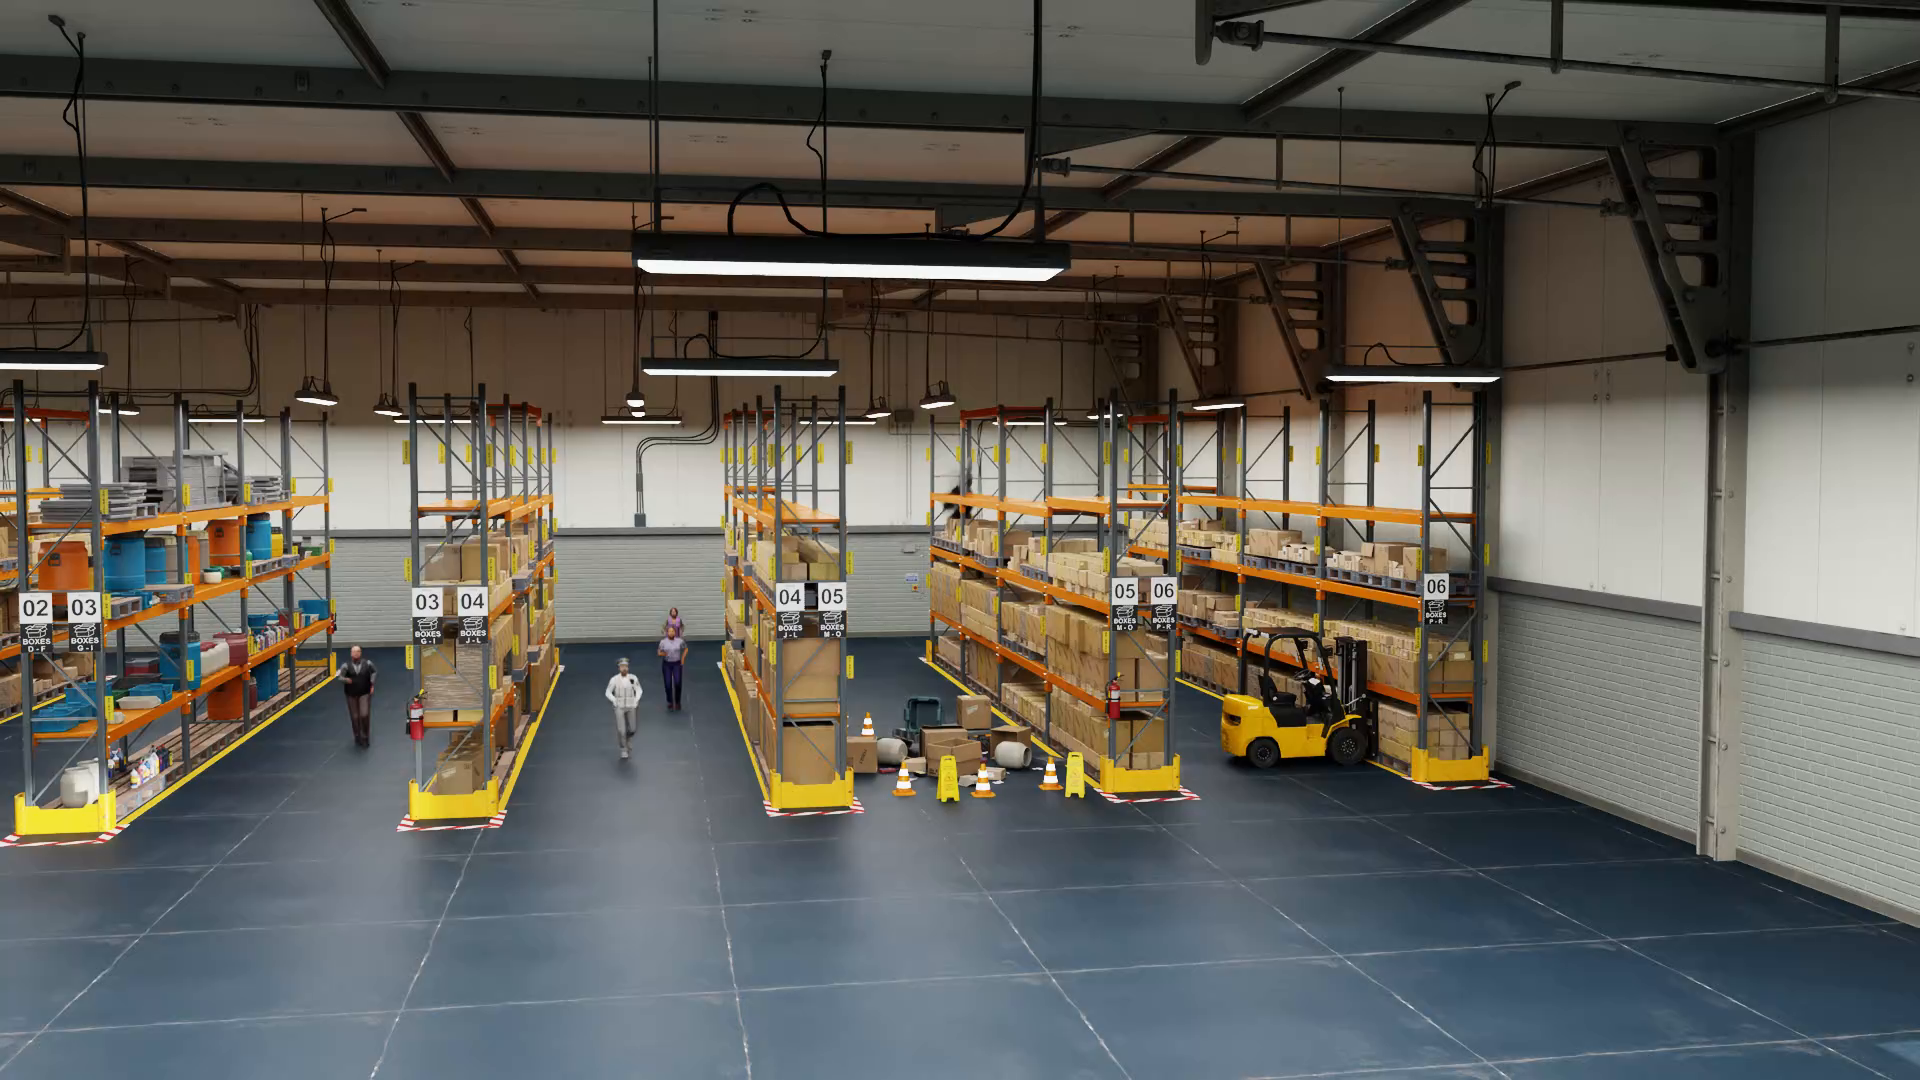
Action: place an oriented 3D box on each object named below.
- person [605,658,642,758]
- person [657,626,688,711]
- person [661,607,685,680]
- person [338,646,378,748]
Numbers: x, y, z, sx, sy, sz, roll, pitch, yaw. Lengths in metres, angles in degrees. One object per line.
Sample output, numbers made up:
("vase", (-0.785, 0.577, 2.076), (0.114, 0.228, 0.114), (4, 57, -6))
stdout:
("person", (-5.570, 2.779, 27.612), (0.612, 1.643, 0.553), (-1, 3, -18))
("person", (-5.651, 2.544, 32.689), (0.583, 1.669, 0.660), (0, 3, -7))
("person", (-6.475, 2.319, 37.542), (0.544, 1.586, 0.846), (-1, 3, -15))
("person", (-10.346, 2.705, 28.589), (0.635, 1.770, 0.756), (-1, 3, -16))
